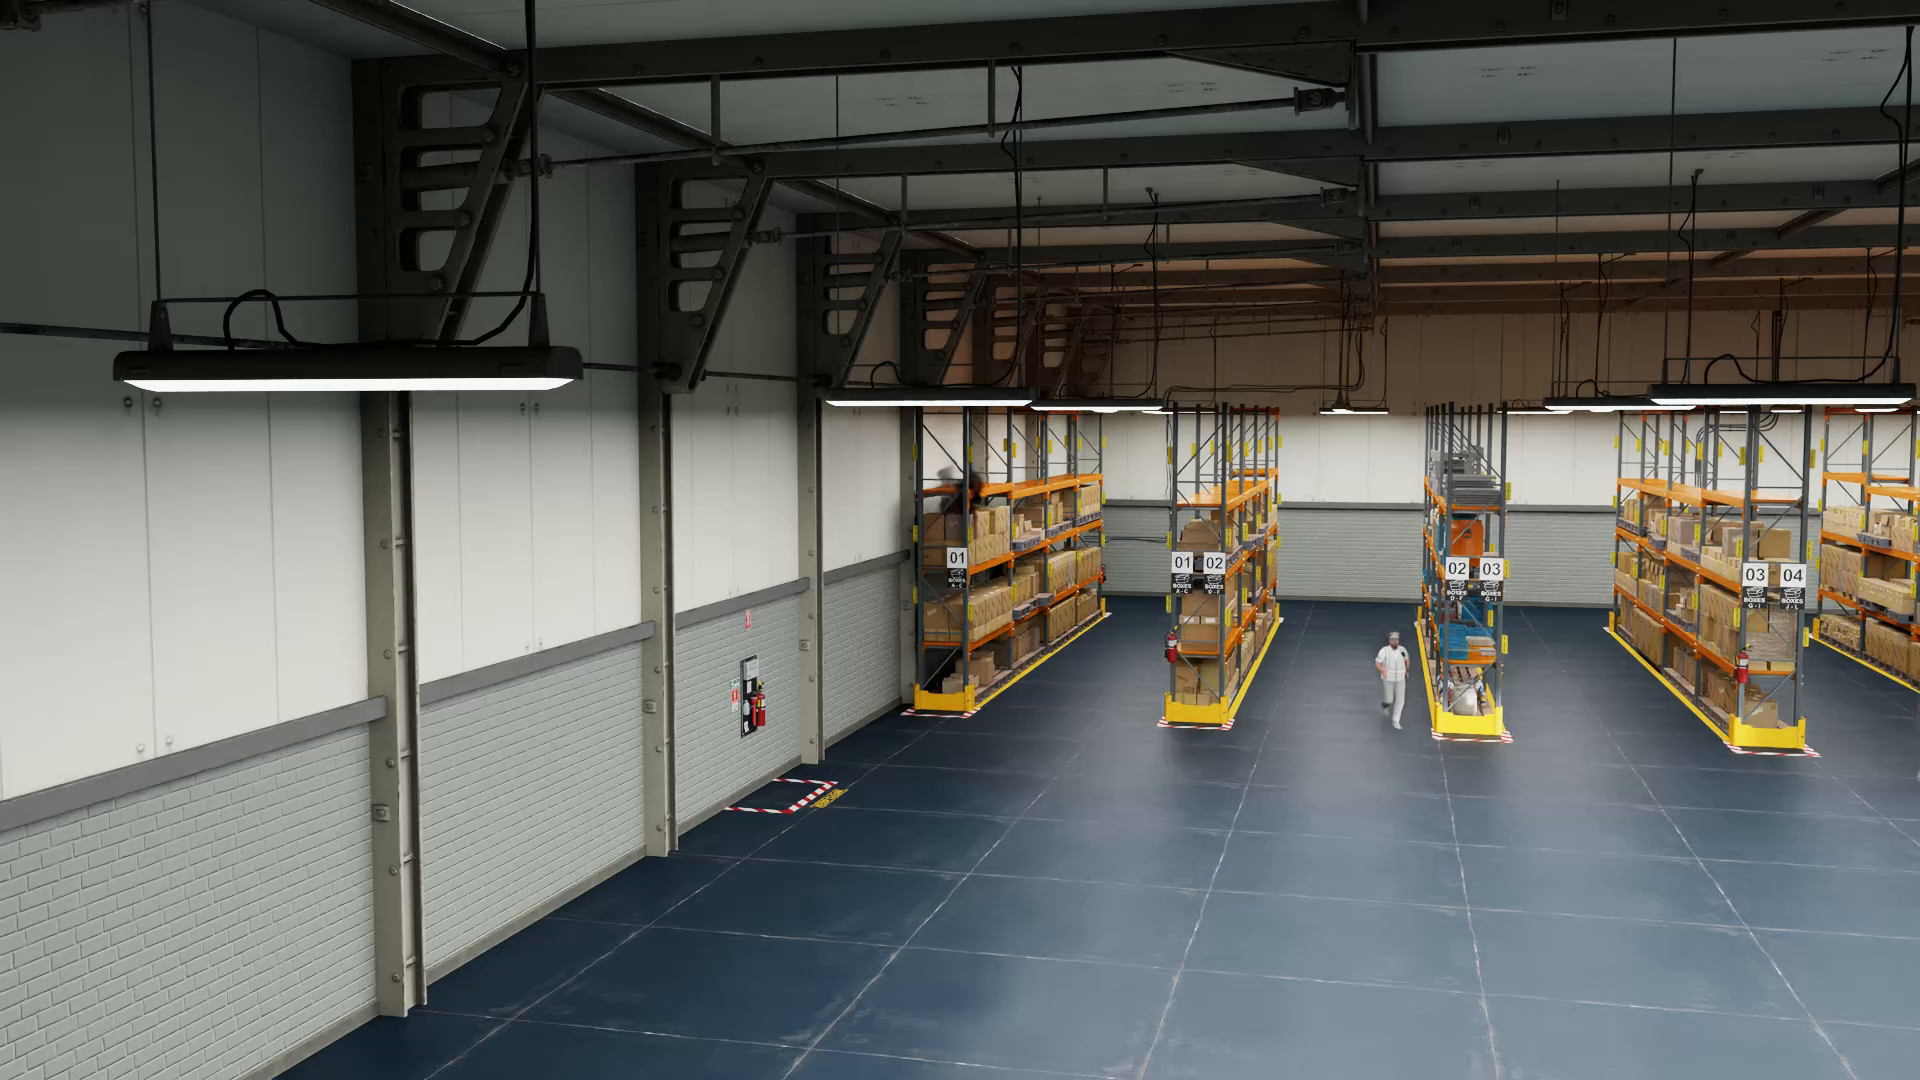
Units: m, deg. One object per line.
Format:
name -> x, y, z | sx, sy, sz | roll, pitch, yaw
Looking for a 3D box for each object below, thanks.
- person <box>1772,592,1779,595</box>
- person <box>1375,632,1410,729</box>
person -> 20.849, 1.700, 42.849 | 0.771, 1.801, 0.741 | 2, 5, 27
person -> 8.061, 2.577, 30.927 | 0.663, 1.772, 0.816 | 0, 4, 1
